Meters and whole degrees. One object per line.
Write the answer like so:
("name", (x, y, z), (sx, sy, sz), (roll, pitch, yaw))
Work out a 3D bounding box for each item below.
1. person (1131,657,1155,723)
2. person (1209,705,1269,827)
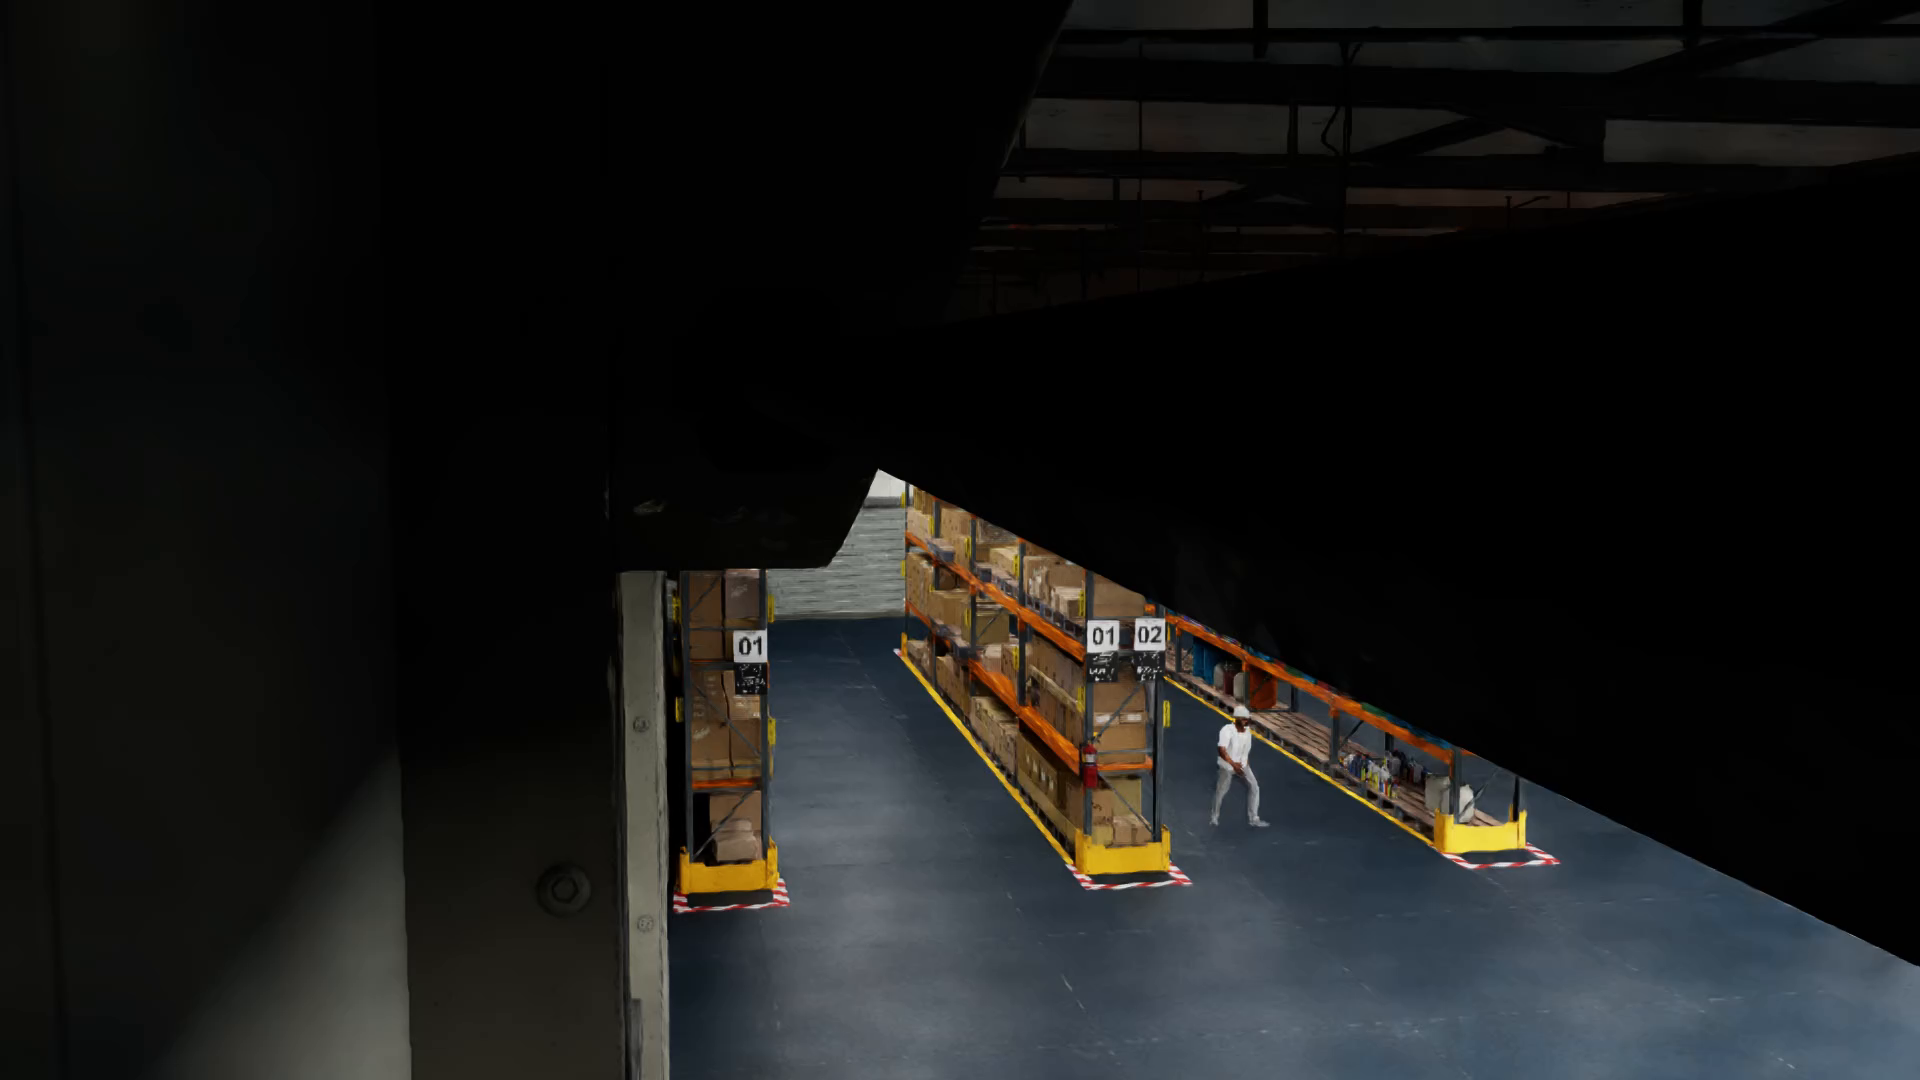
("person", (3.275, 2.439, 29.764), (0.456, 1.589, 1.088), (-1, 6, -8))
("person", (3.787, 3.104, 22.889), (0.704, 1.710, 0.761), (-4, 7, -31))
